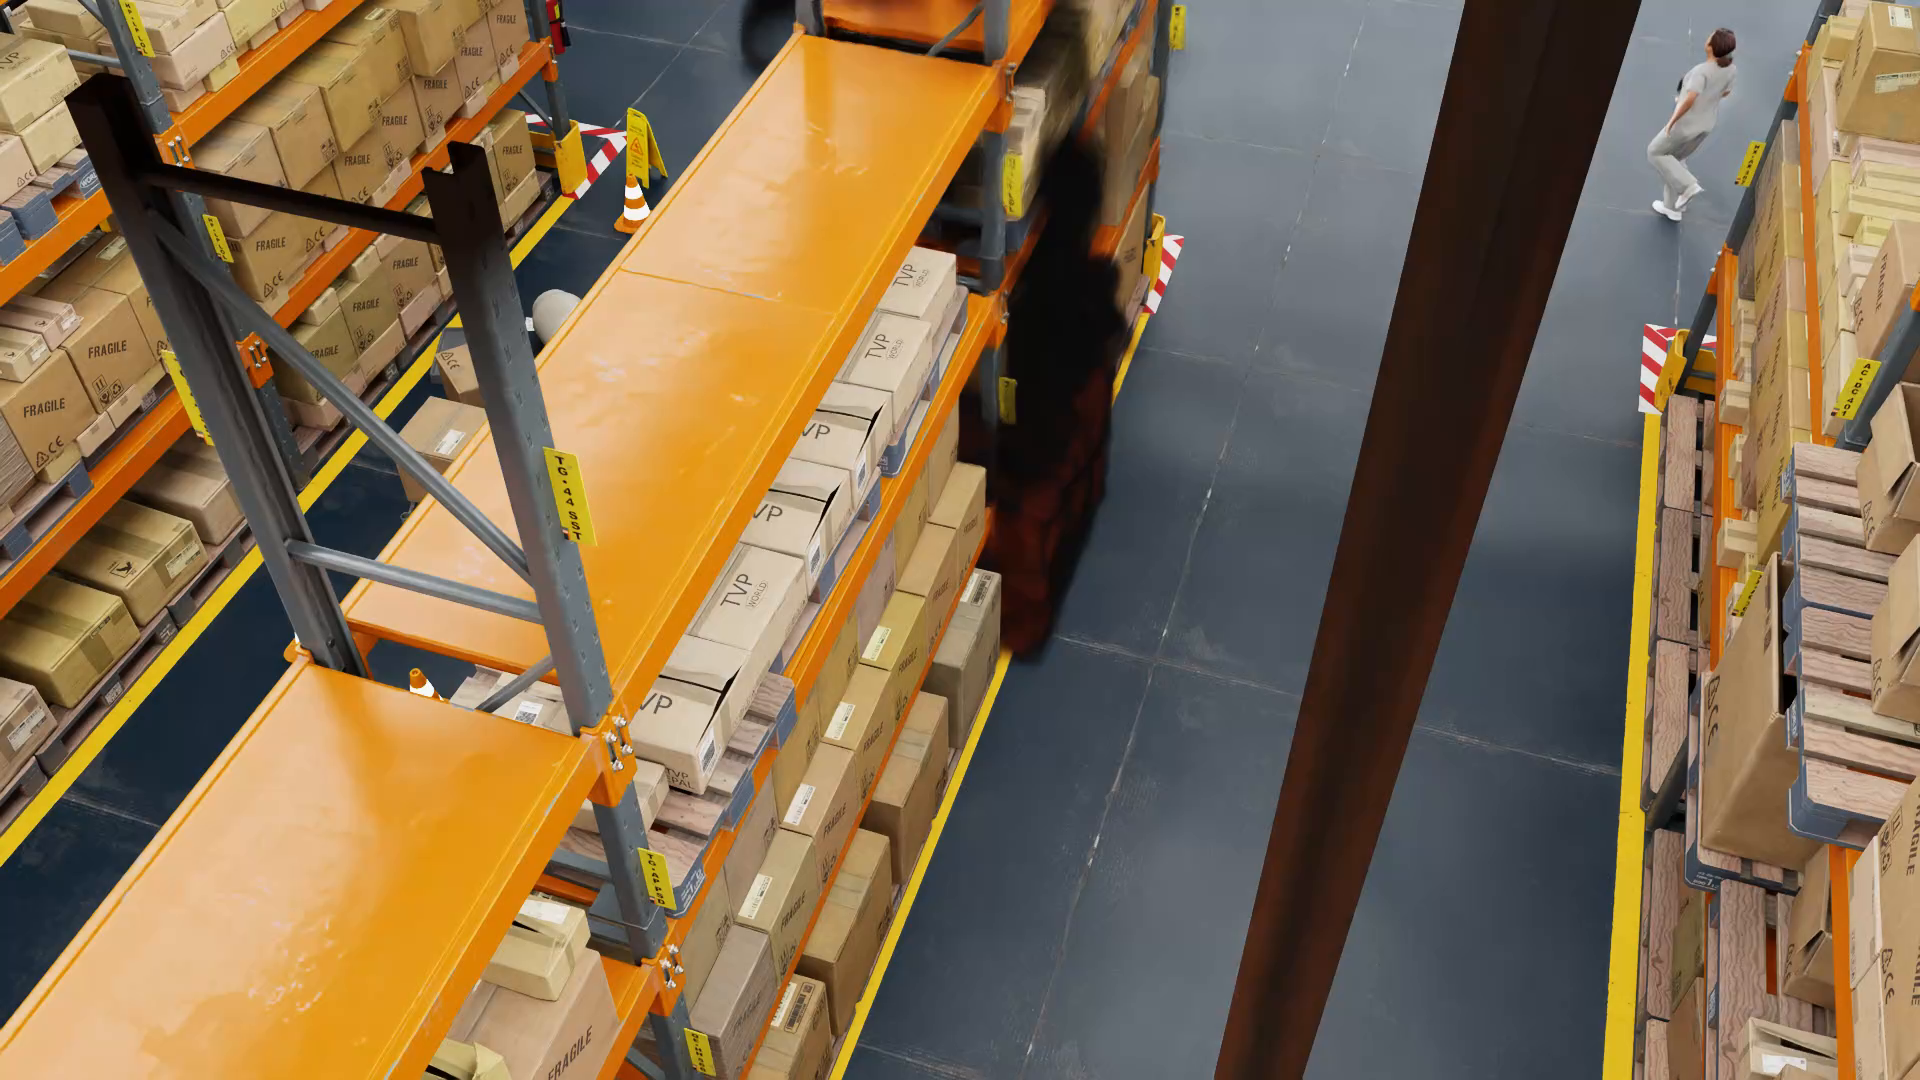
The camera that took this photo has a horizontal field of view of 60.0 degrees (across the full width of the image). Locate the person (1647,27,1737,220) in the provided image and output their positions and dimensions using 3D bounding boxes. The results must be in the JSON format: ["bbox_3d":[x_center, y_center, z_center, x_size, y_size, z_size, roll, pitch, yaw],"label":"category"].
[{"bbox_3d":[5.814,-3.287,13.225,0.586,1.635,0.633,-18,48,-16],"label":"person"}]
